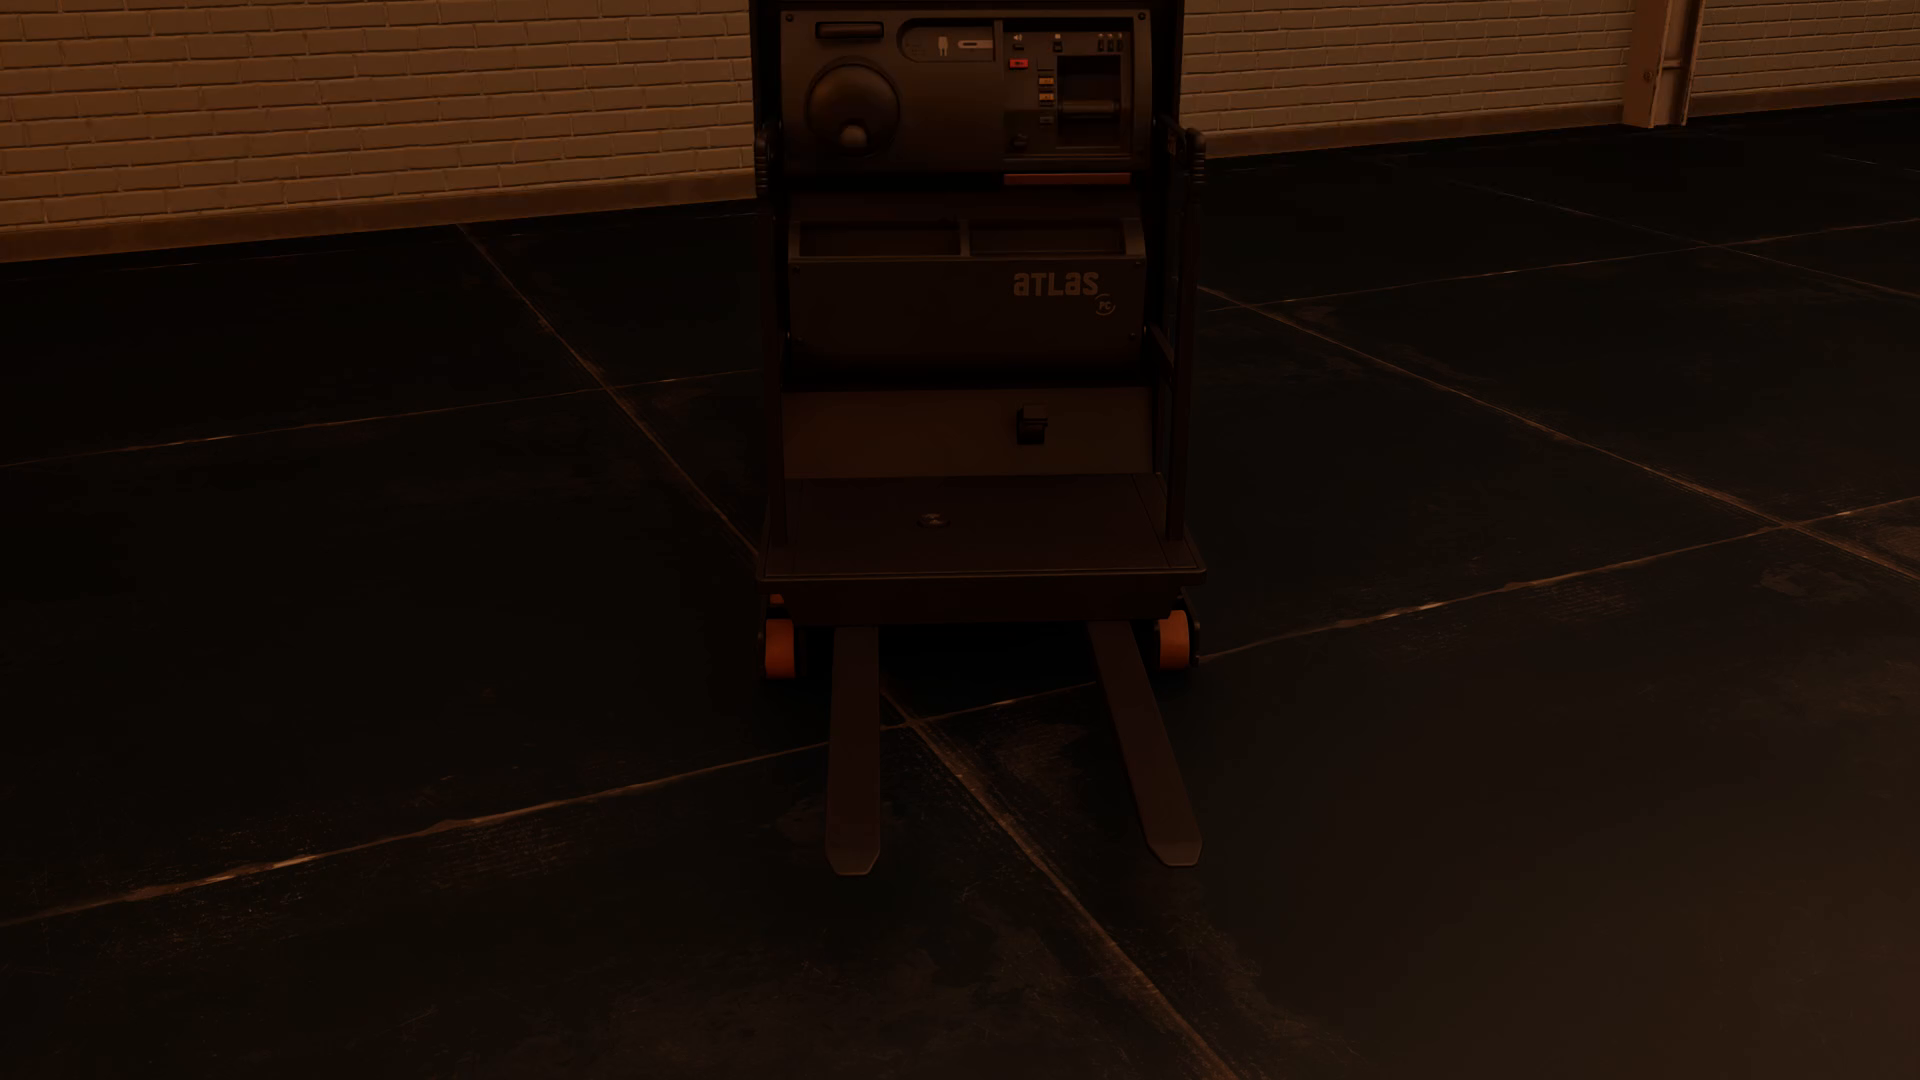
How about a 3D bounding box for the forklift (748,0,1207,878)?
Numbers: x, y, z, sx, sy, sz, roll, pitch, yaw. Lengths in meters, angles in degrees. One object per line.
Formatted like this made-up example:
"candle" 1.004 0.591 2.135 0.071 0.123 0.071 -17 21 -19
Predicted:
"forklift" 0.030 -1.120 3.982 1.130 2.935 3.031 -1 23 -3
